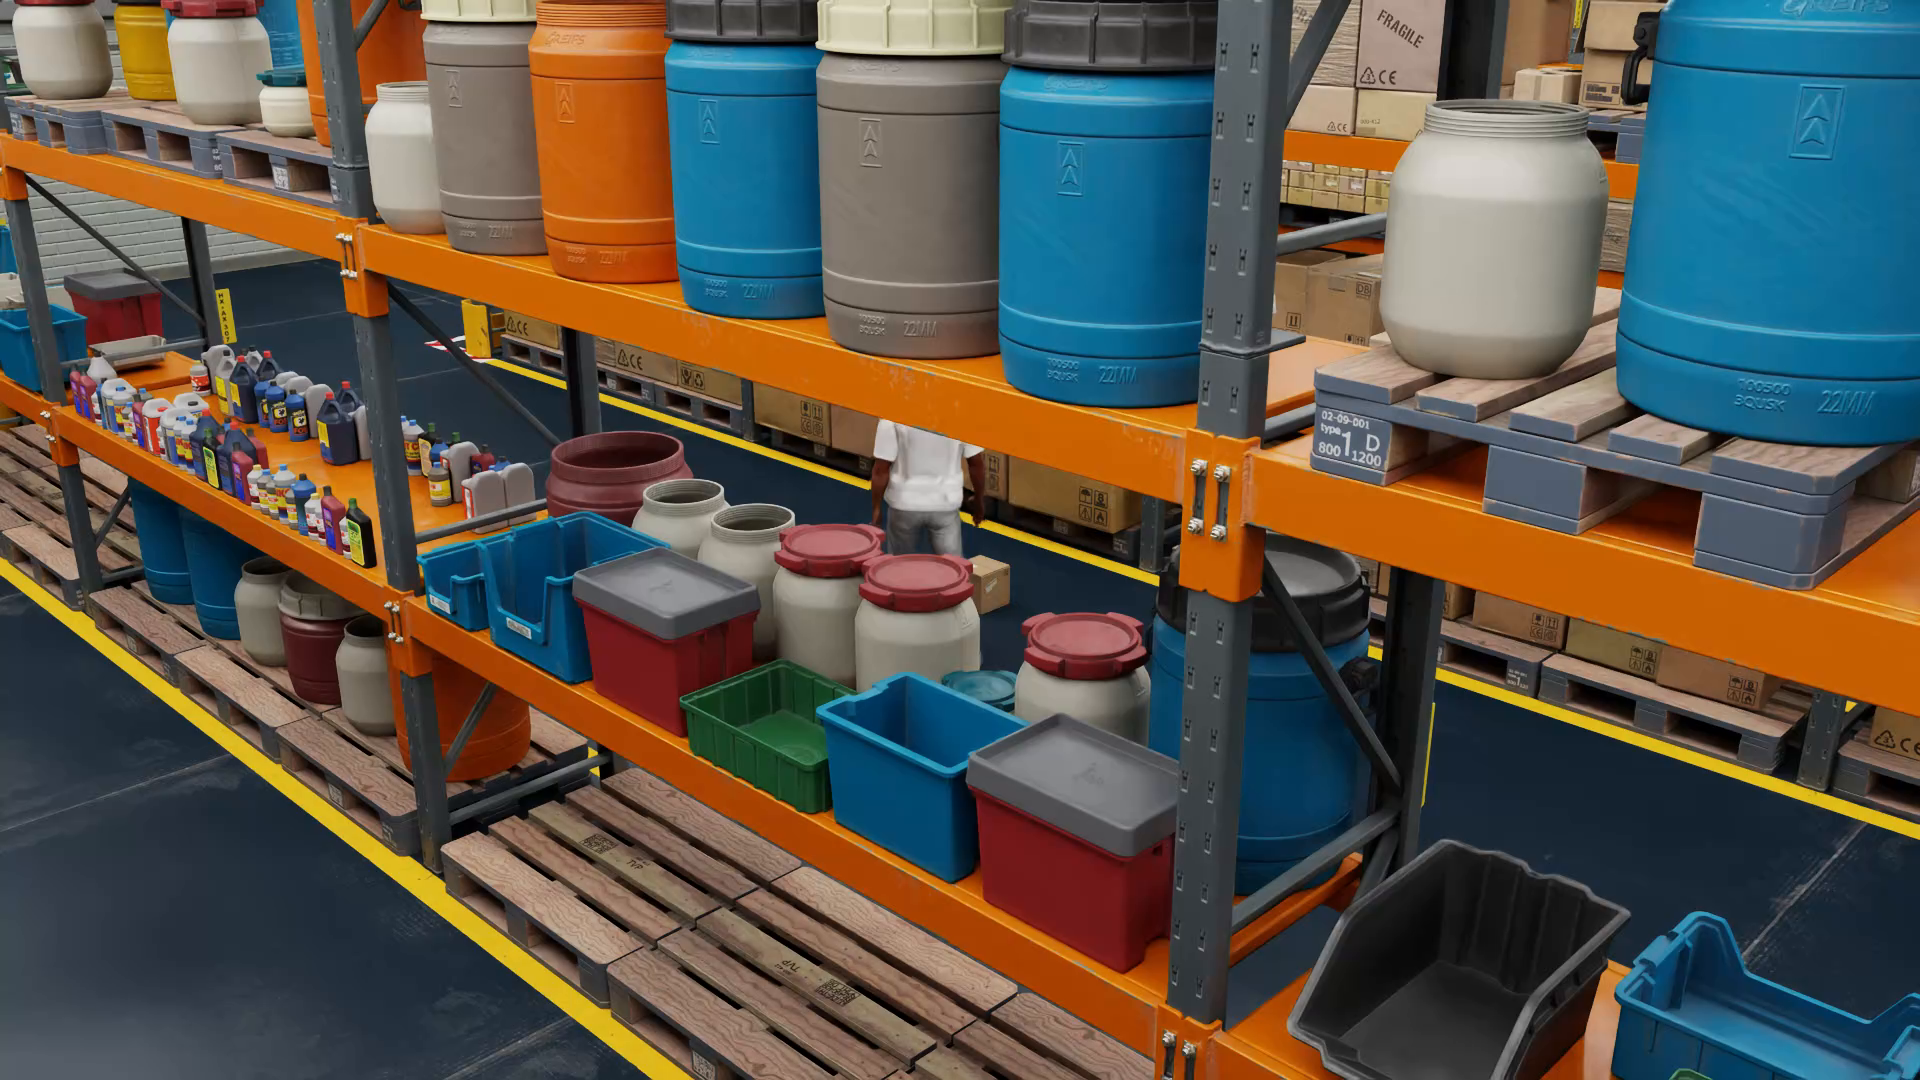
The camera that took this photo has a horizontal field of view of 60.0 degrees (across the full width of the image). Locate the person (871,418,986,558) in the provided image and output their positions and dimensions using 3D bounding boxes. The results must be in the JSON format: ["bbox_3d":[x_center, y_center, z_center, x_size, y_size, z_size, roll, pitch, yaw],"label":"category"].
[{"bbox_3d":[-0.170,-0.189,9.071,0.635,1.755,0.723,-3,21,-7],"label":"person"}]
